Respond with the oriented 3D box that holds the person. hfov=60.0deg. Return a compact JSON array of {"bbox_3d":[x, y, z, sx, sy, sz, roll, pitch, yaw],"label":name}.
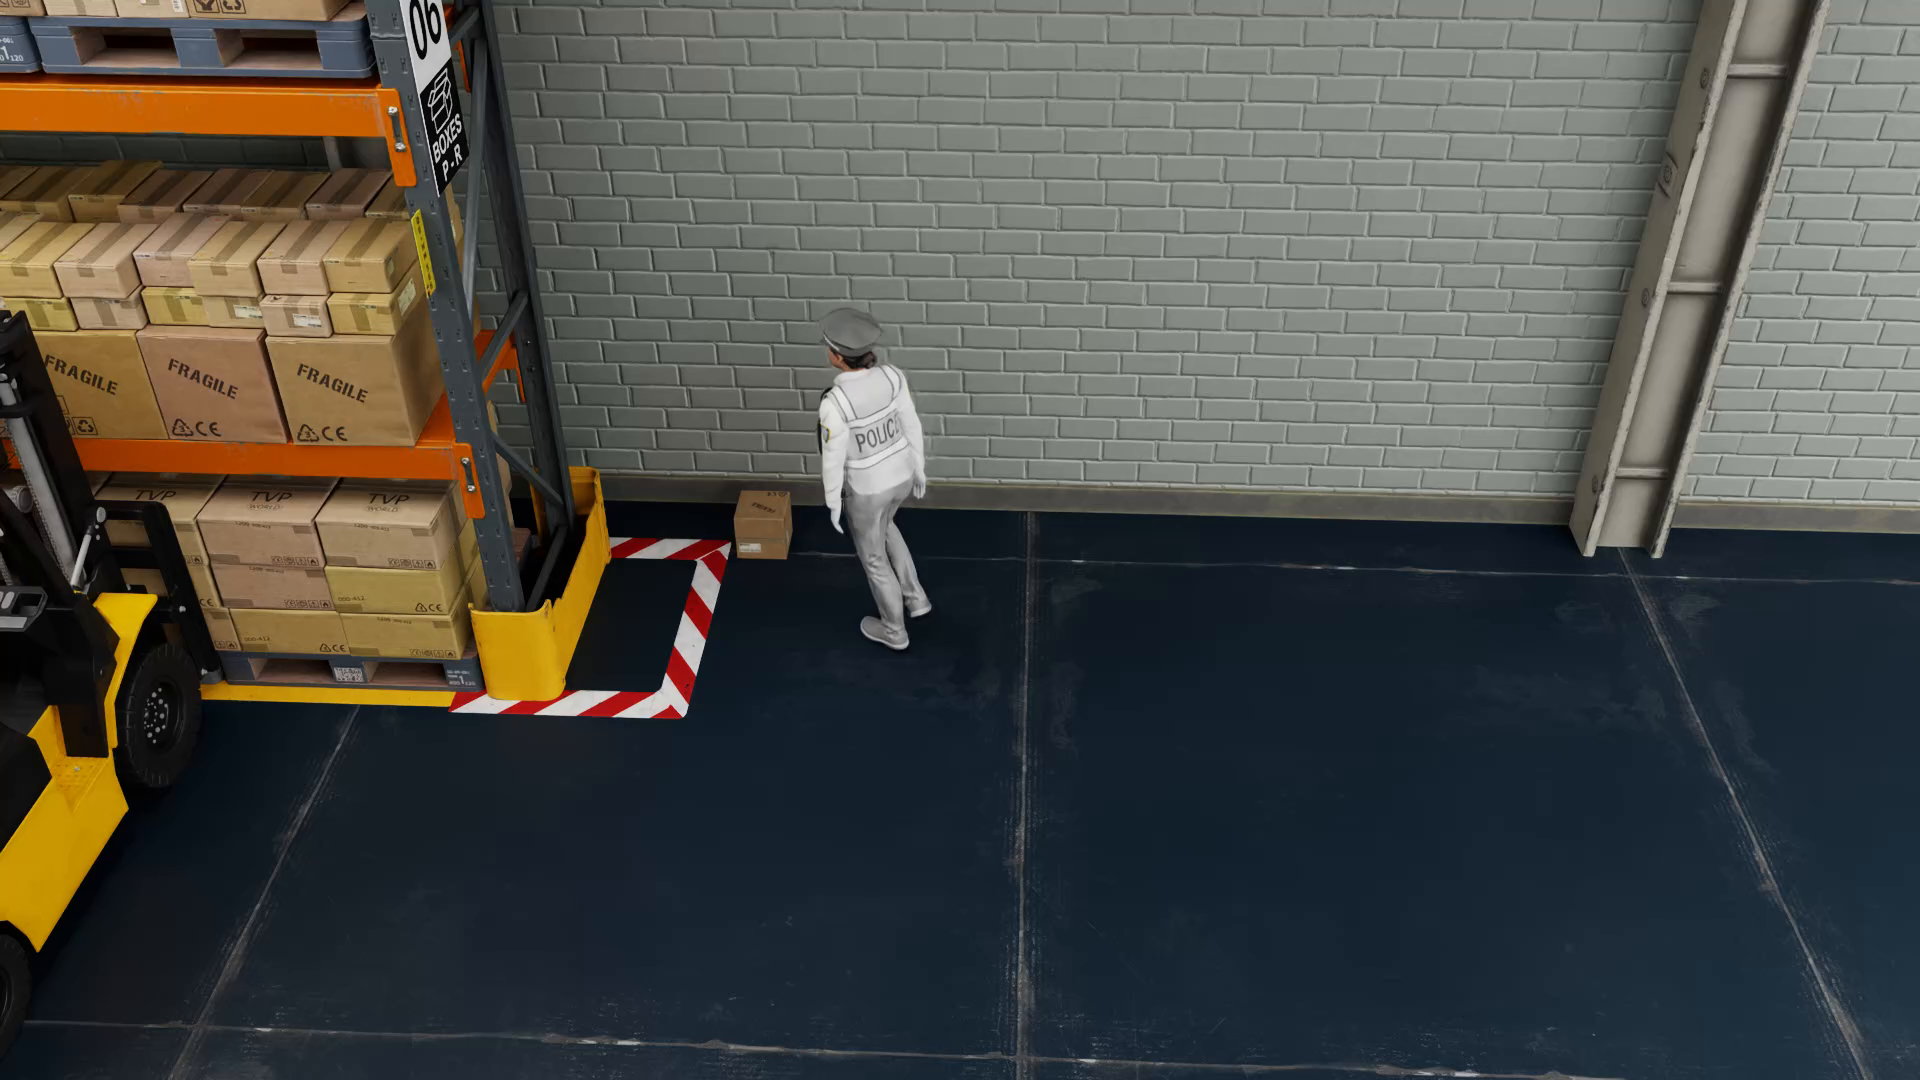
[{"bbox_3d":[-0.380,-0.228,7.402,0.449,1.667,0.509,29,45,34],"label":"person"}]
